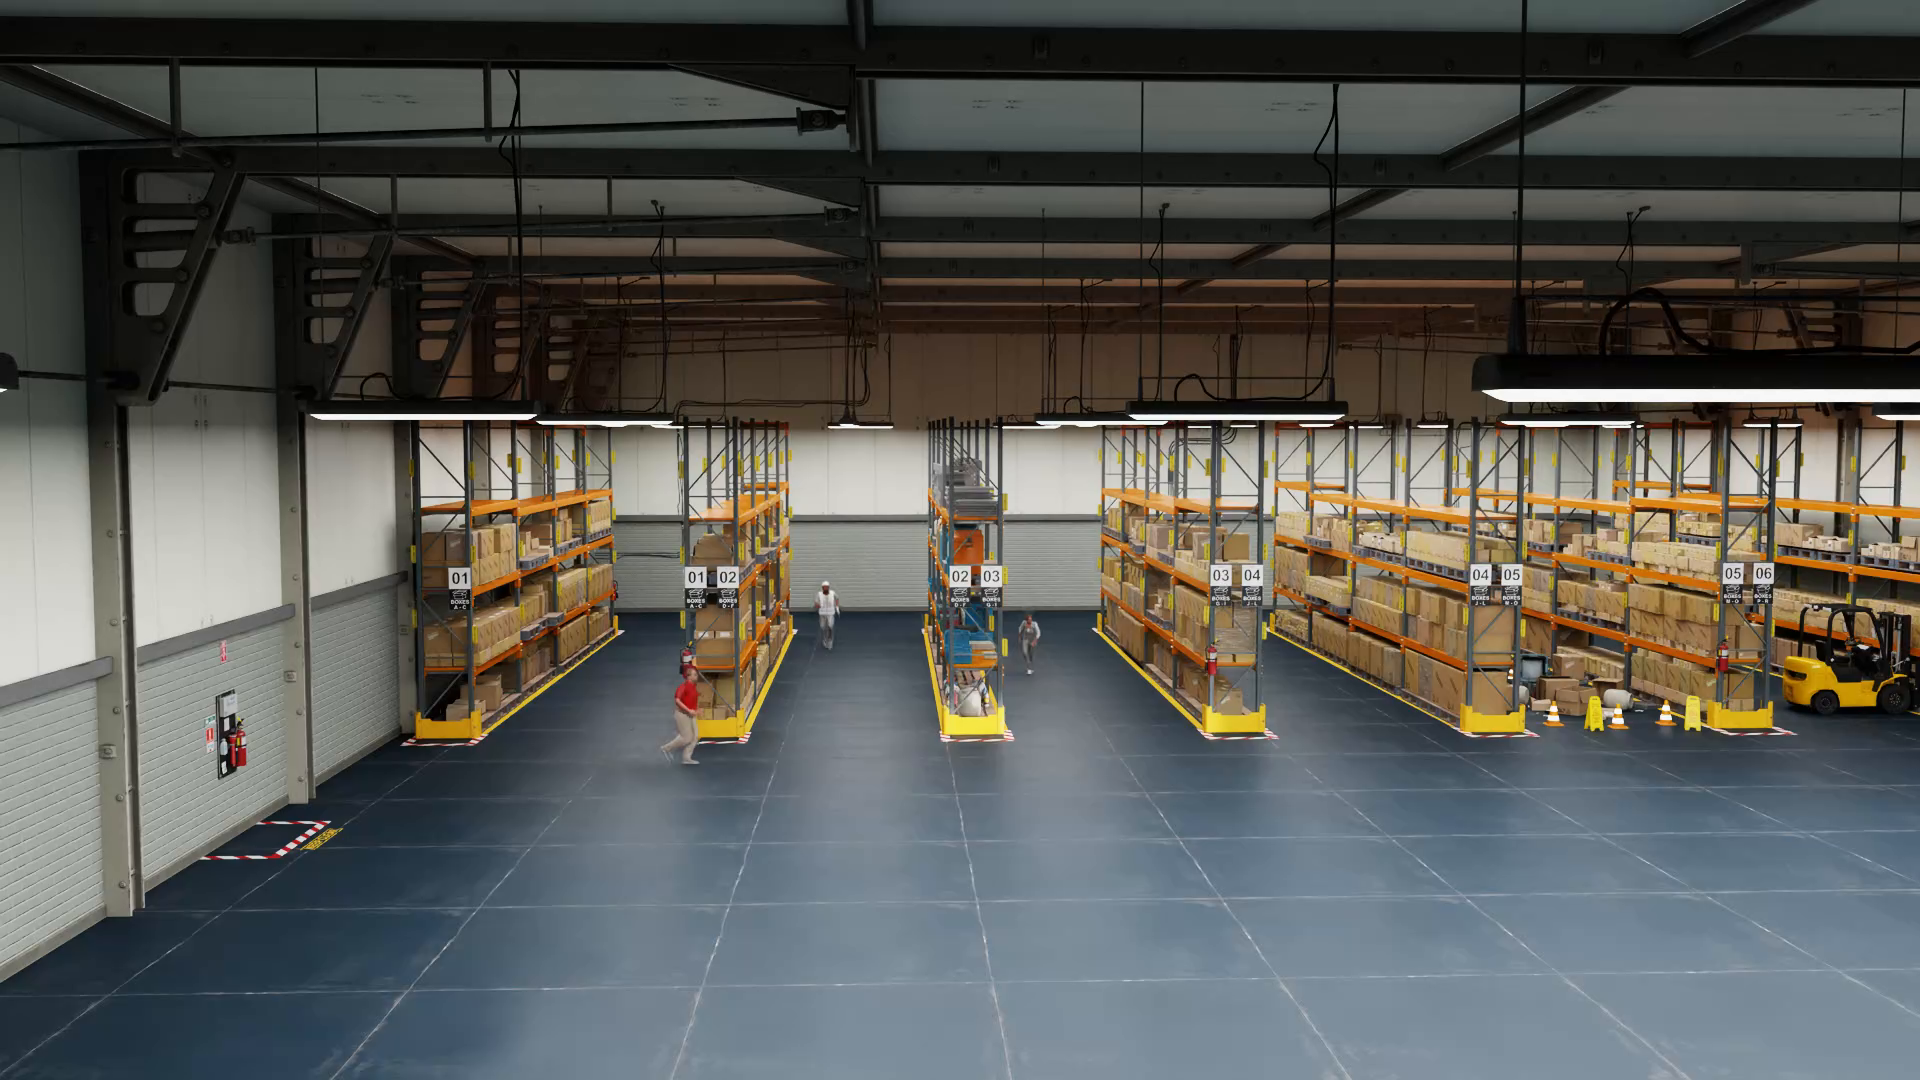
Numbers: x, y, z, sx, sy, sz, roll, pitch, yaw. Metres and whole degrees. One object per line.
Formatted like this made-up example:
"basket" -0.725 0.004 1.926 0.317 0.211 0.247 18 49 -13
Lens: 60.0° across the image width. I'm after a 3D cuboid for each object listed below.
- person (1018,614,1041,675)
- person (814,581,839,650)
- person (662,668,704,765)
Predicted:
"person" 1.656 2.424 39.387 0.536 1.444 0.994 0 4 7
"person" -3.502 1.986 43.696 0.647 1.813 0.828 0 4 -3
"person" -4.770 3.035 28.592 0.698 1.670 0.662 1 4 15
